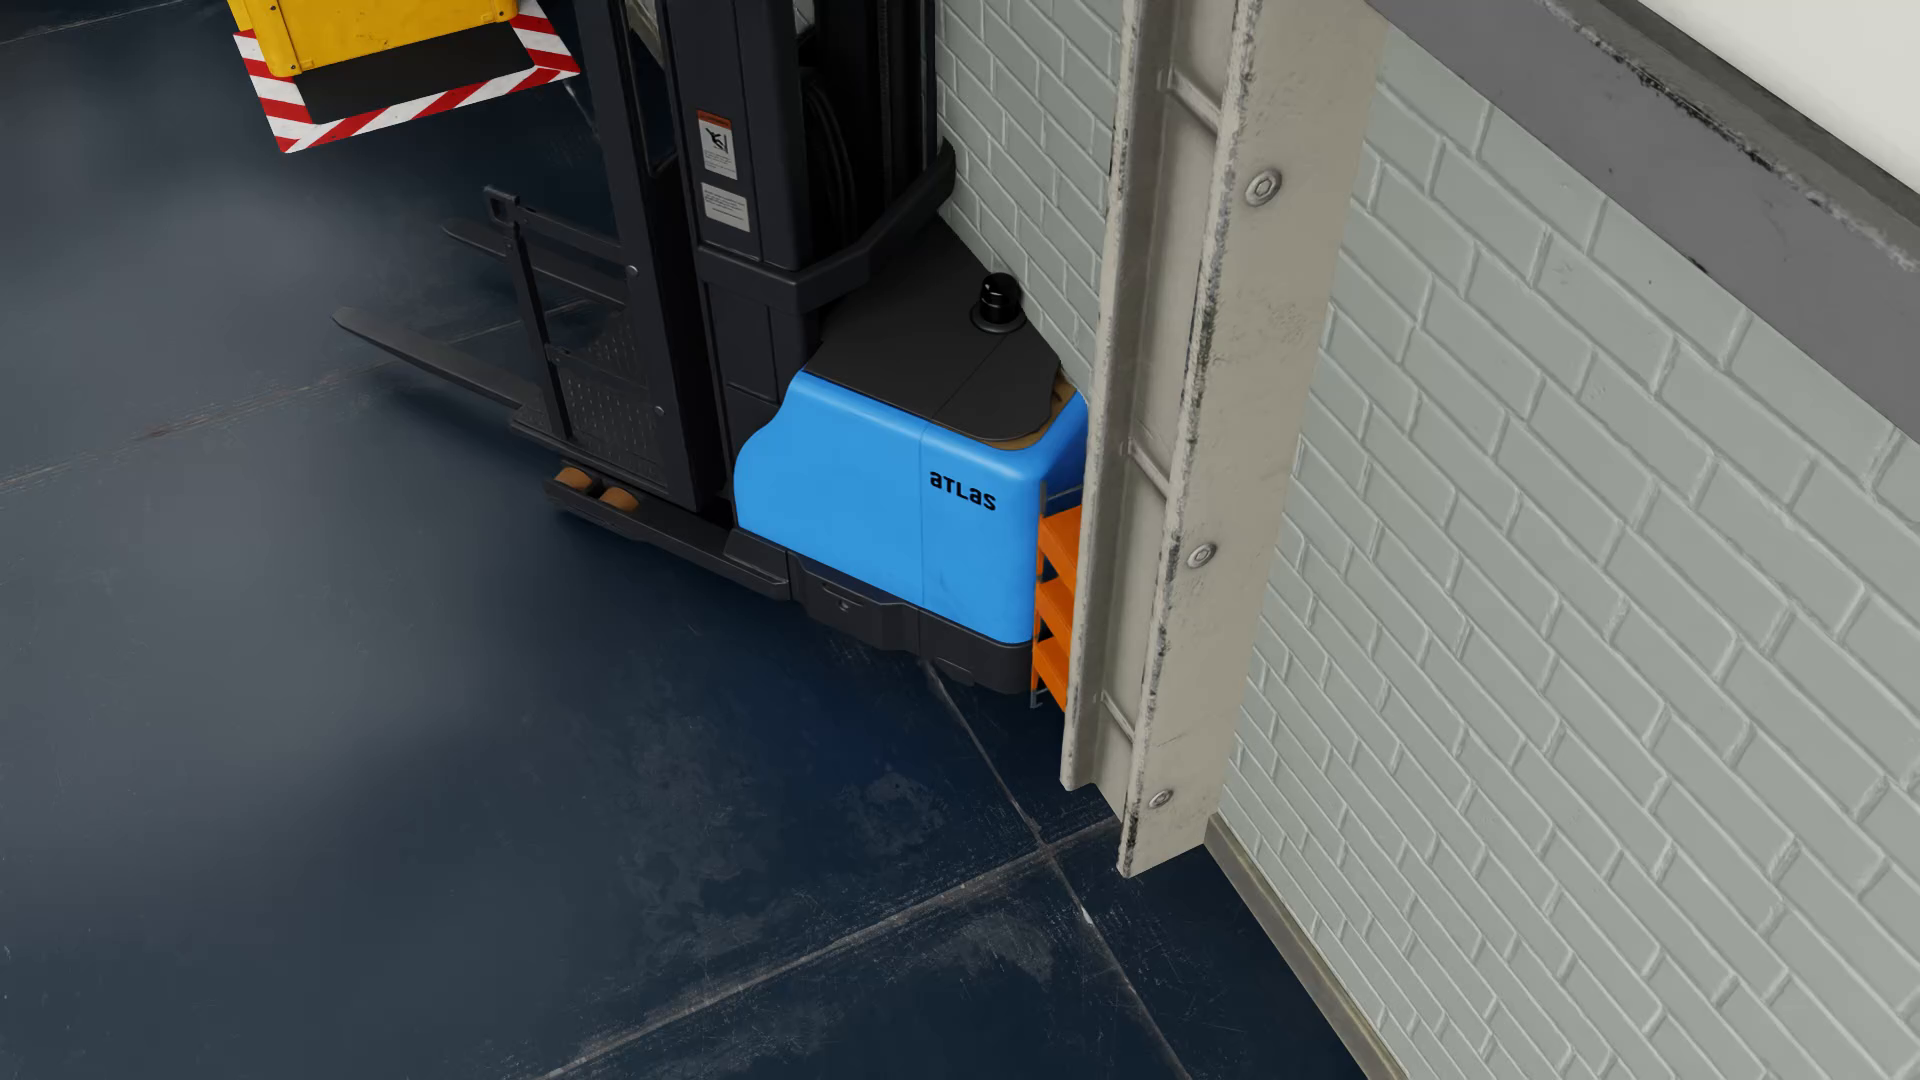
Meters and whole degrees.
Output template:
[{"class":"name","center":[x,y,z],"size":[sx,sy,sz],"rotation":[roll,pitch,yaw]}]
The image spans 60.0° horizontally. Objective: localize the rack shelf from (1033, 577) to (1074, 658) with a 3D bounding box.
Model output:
[{"class":"rack shelf","center":[0.364,0.248,4.849],"size":[0.215,0.259,0.240],"rotation":[-20,52,-16]}]

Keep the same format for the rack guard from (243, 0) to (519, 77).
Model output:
[{"class":"rack guard","center":[-2.687,-2.577,7.672],"size":[1.175,0.500,0.348],"rotation":[-21,52,-18]}]

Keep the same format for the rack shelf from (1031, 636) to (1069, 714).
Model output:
[{"class":"rack shelf","center":[0.366,0.430,5.059],"size":[0.215,0.259,0.240],"rotation":[-20,52,-16]}]

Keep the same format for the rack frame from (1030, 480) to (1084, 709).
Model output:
[{"class":"rack frame","center":[0.311,0.158,4.913],"size":[0.200,1.050,0.008],"rotation":[-20,52,-16]}]

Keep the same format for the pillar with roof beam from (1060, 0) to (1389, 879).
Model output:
[{"class":"pillar with roof beam","center":[-3.297,-0.669,0.357],"size":[9.100,9.000,0.400],"rotation":[-21,52,-18]}]

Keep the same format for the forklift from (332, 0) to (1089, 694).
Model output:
[{"class":"forklift","center":[-0.857,-1.307,4.946],"size":[3.031,2.935,1.130],"rotation":[23,53,19]}]

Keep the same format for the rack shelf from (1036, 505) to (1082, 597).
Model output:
[{"class":"rack shelf","center":[0.363,0.062,4.635],"size":[0.215,0.259,0.240],"rotation":[-20,52,-16]}]

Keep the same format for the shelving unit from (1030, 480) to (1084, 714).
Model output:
[{"class":"shelving unit","center":[0.364,0.241,4.841],"size":[0.215,1.050,0.252],"rotation":[-20,52,-16]}]
